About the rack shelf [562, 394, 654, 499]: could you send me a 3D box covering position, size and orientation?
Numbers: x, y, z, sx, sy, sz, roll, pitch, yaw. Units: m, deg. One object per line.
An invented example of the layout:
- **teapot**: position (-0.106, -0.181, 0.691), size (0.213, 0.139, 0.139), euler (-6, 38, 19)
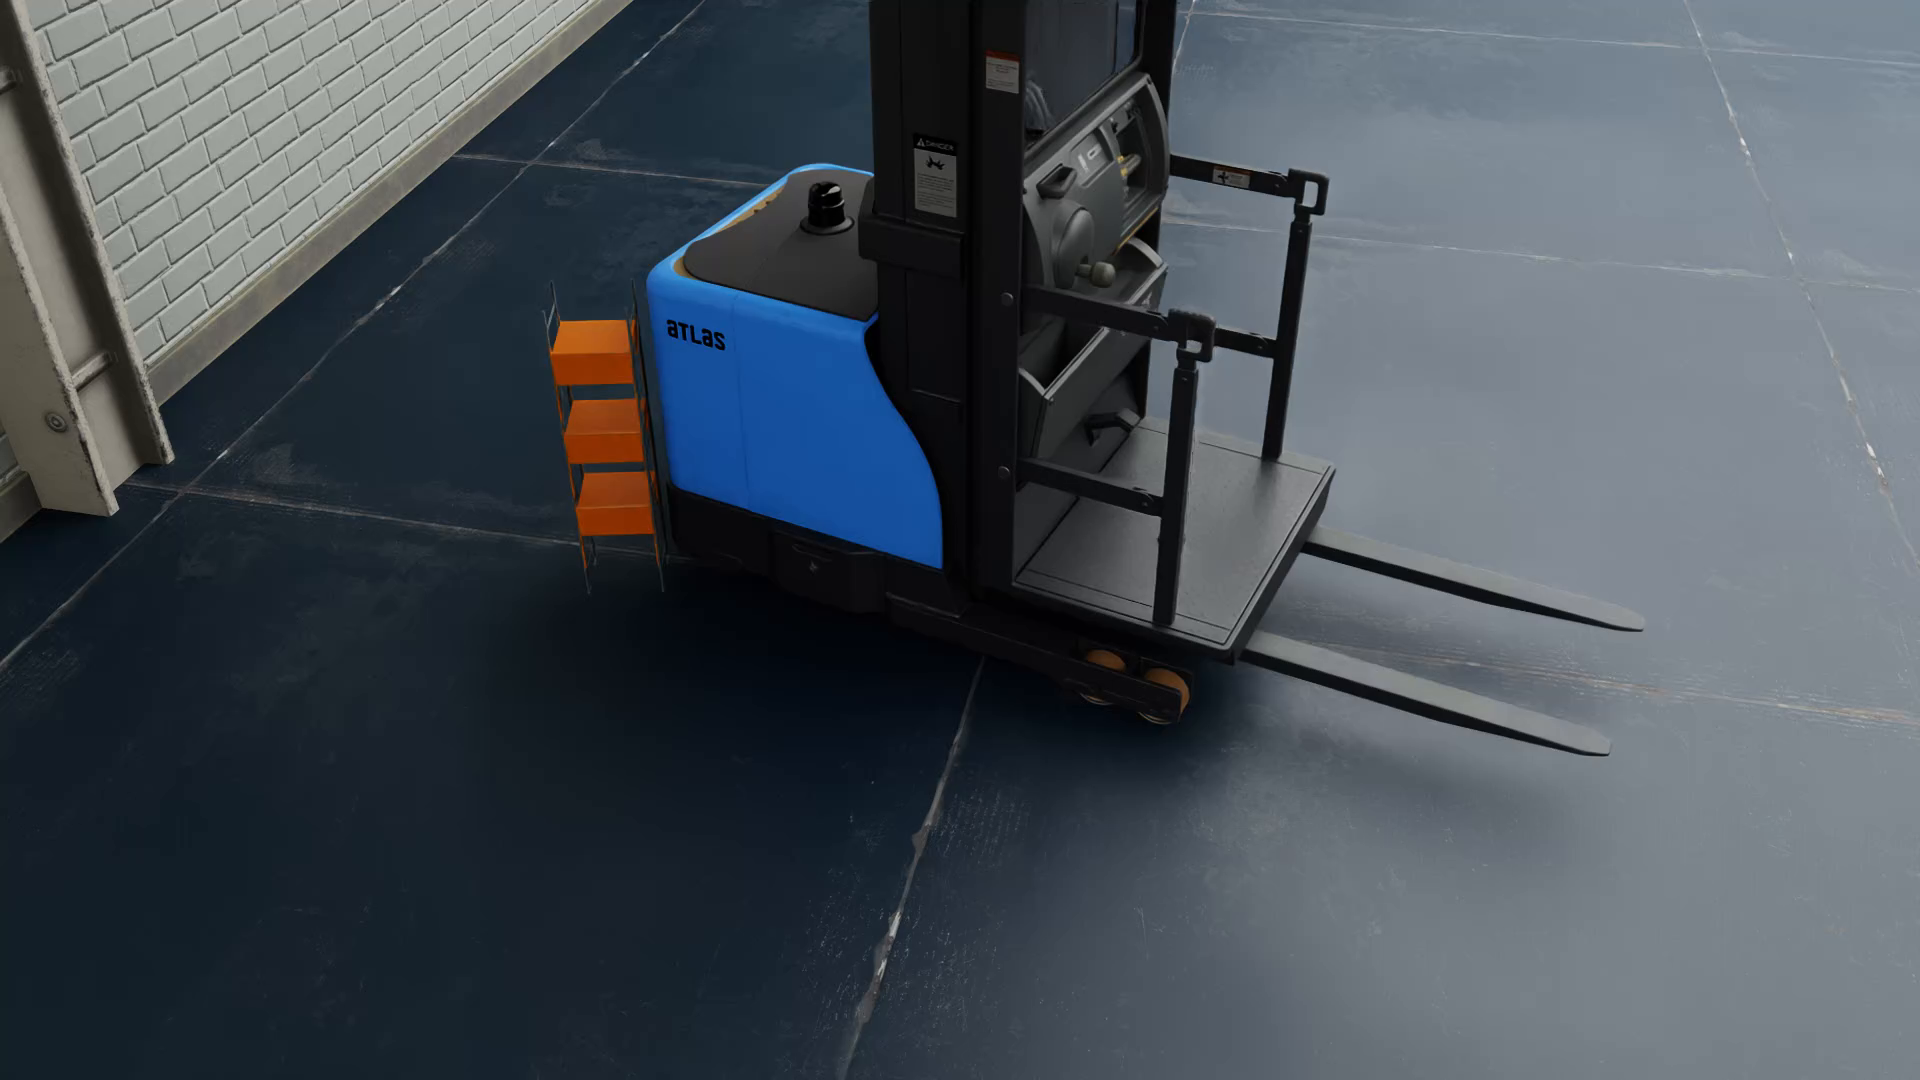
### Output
- **rack shelf**: position (-1.112, -0.299, 5.287), size (0.240, 0.259, 0.215), euler (-2, 36, -3)

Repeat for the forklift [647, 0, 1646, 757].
- **forklift**: position (0.577, -0.992, 4.621), size (3.031, 2.935, 1.130), euler (17, 39, 21)

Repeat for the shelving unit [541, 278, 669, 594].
- **shelving unit**: position (-1.112, -0.308, 5.280), size (0.252, 1.050, 0.215), euler (-2, 36, -3)

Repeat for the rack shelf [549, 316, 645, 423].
- **rack shelf**: position (-1.112, -0.529, 5.120), size (0.240, 0.259, 0.215), euler (-2, 36, -3)

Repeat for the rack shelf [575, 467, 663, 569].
- **rack shelf**: position (-1.112, -0.074, 5.450), size (0.240, 0.259, 0.215), euler (-2, 36, -3)

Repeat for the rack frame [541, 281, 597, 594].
- **rack frame**: position (-1.233, -0.304, 5.274), size (0.008, 1.050, 0.200), euler (-2, 36, -3)

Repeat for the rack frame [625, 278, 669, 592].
- **rack frame**: position (-0.990, -0.312, 5.286), size (0.008, 1.050, 0.200), euler (-2, 36, -3)

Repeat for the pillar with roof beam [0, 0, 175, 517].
- **pillar with roof beam**: position (1.101, -3.319, 2.662), size (9.100, 9.000, 0.400), euler (7, 37, 10)
